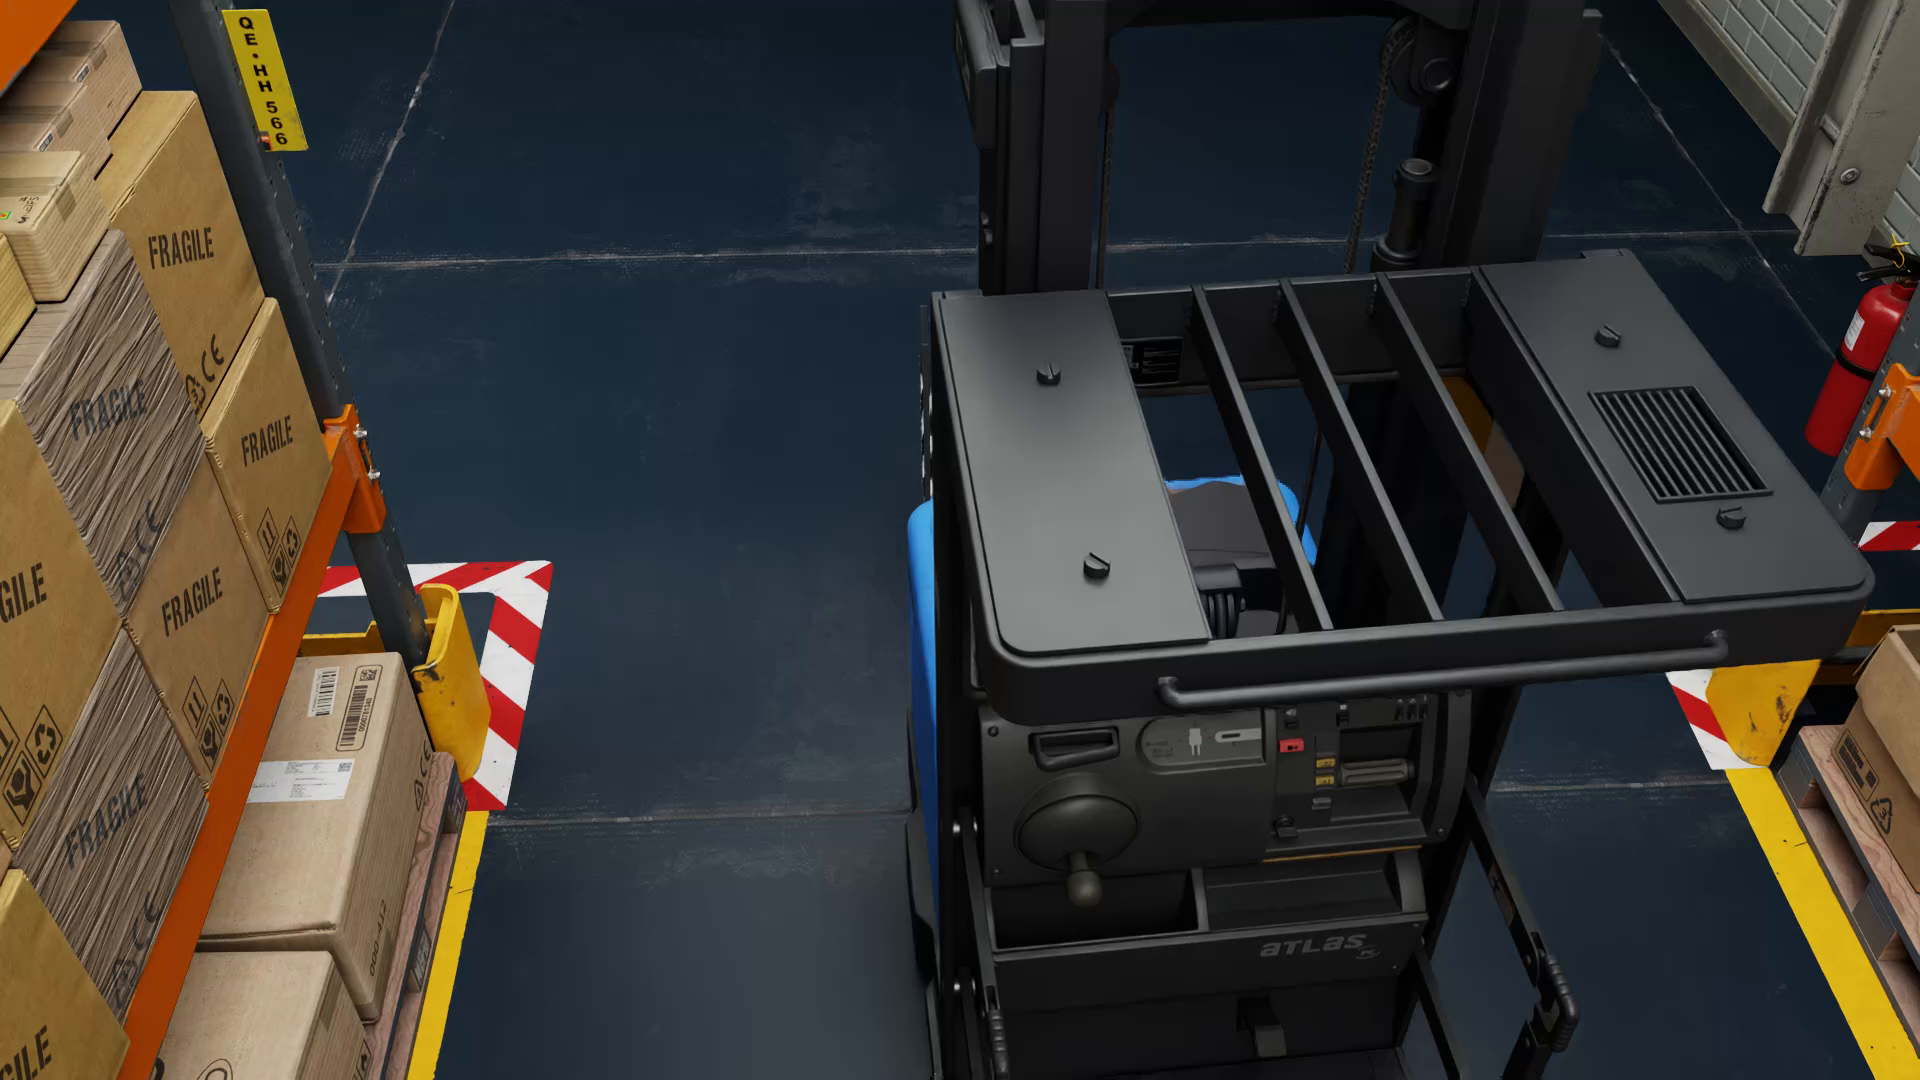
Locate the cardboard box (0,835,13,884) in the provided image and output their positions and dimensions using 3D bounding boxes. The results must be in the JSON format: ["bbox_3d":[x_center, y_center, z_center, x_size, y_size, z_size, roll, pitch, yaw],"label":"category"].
[{"bbox_3d":[-1.688,0.477,2.196,0.500,0.500,0.500,-2,43,-2],"label":"cardboard box"}]

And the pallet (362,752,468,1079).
[{"bbox_3d":[-1.923,1.104,4.390,1.003,0.211,1.213,-2,43,-2],"label":"pallet"}]

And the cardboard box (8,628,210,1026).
[{"bbox_3d":[-1.712,0.506,2.905,0.500,0.500,0.500,-1,43,-1],"label":"cardboard box"}]

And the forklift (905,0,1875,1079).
[{"bbox_3d":[0.527,0.553,2.977,1.130,2.935,3.031,-4,43,-5],"label":"forklift"}]

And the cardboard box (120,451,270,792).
[{"bbox_3d":[-1.744,0.159,3.283,0.500,0.500,0.500,-2,43,-3],"label":"cardboard box"}]

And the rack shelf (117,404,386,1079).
[{"bbox_3d":[-1.950,1.154,2.804,1.077,0.370,4.000,-2,43,-2],"label":"rack shelf"}]

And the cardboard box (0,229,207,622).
[{"bbox_3d":[-1.725,-0.197,2.931,0.500,0.500,0.500,-2,43,-2],"label":"cardboard box"}]

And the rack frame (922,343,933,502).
[{"bbox_3d":[0.004,-0.269,5.377,0.240,0.900,0.006,-2,43,-2],"label":"rack frame"}]

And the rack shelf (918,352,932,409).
[{"bbox_3d":[0.000,-0.512,5.292,0.258,0.077,0.200,-2,43,-2],"label":"rack shelf"}]

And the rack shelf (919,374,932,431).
[{"bbox_3d":[0.000,-0.445,5.353,0.258,0.077,0.200,-2,43,-2],"label":"rack shelf"}]

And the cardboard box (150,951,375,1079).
[{"bbox_3d":[-1.860,1.388,3.601,0.875,0.438,0.875,-1,43,-1],"label":"cardboard box"}]

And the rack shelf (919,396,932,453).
[{"bbox_3d":[0.000,-0.379,5.414,0.258,0.077,0.200,-2,43,-2],"label":"rack shelf"}]

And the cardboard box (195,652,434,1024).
[{"bbox_3d":[-1.907,0.771,4.275,0.875,0.438,0.875,-3,43,-3],"label":"cardboard box"}]

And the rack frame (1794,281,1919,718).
[{"bbox_3d":[2.924,-0.607,4.192,1.000,3.000,0.127,-2,43,-2],"label":"rack frame"}]

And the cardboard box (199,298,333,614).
[{"bbox_3d":[-1.750,-0.181,3.653,0.500,0.500,0.500,-1,43,-2],"label":"cardboard box"}]

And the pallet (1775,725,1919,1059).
[{"bbox_3d":[2.962,1.011,4.491,1.003,0.211,1.213,-2,43,-2],"label":"pallet"}]

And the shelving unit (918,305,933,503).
[{"bbox_3d":[0.000,-0.337,5.452,0.258,0.900,0.210,-2,43,-2],"label":"shelving unit"}]

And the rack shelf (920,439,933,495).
[{"bbox_3d":[0.000,-0.246,5.535,0.258,0.077,0.200,-2,43,-2],"label":"rack shelf"}]

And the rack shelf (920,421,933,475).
[{"bbox_3d":[0.000,-0.313,5.474,0.258,0.077,0.200,-2,43,-2],"label":"rack shelf"}]

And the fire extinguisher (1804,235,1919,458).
[{"bbox_3d":[2.456,-0.527,4.438,0.296,0.674,0.183,-2,43,-2],"label":"fire extinguisher"}]

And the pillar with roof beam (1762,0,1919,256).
[{"bbox_3d":[-0.591,-4.541,4.044,9.100,9.000,0.400,-2,43,-2],"label":"pillar with roof beam"}]

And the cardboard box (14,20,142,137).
[{"bbox_3d":[-1.820,-0.870,3.185,0.380,0.149,0.250,-1,43,-1],"label":"cardboard box"}]

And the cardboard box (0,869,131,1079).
[{"bbox_3d":[-1.677,0.854,2.525,0.500,0.500,0.500,0,43,-1],"label":"cardboard box"}]

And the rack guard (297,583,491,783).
[{"bbox_3d":[-2.036,0.443,4.896,1.175,0.500,0.348,-2,43,-2],"label":"rack guard"}]

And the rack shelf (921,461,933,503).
[{"bbox_3d":[0.000,-0.180,5.596,0.258,0.077,0.200,-2,43,-2],"label":"rack shelf"}]

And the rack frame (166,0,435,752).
[{"bbox_3d":[-2.035,-0.462,4.034,1.000,3.000,0.127,-2,43,-2],"label":"rack frame"}]

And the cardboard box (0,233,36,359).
[{"bbox_3d":[-1.720,-0.356,2.625,0.380,0.149,0.250,-1,43,-1],"label":"cardboard box"}]

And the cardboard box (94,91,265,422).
[{"bbox_3d":[-1.777,-0.549,3.315,0.500,0.500,0.500,0,43,0],"label":"cardboard box"}]

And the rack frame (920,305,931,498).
[{"bbox_3d":[-0.005,-0.406,5.527,0.240,0.900,0.006,-2,43,-2],"label":"rack frame"}]

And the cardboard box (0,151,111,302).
[{"bbox_3d":[-1.690,-0.527,2.811,0.380,0.149,0.250,-2,43,-2],"label":"cardboard box"}]

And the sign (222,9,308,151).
[{"bbox_3d":[-1.492,-0.982,3.569,0.100,0.325,0.005,-2,43,-2],"label":"sign"}]

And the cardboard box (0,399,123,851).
[{"bbox_3d":[-1.708,0.137,2.566,0.500,0.500,0.500,-2,43,-2],"label":"cardboard box"}]

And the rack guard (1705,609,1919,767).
[{"bbox_3d":[2.927,0.366,4.981,1.175,0.500,0.348,-2,43,-2],"label":"rack guard"}]

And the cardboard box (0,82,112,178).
[{"bbox_3d":[-1.785,-0.699,2.999,0.380,0.149,0.250,-1,43,-1],"label":"cardboard box"}]

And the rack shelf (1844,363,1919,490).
[{"bbox_3d":[3.009,1.009,2.962,1.077,0.370,4.000,-2,43,-2],"label":"rack shelf"}]

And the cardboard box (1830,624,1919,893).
[{"bbox_3d":[2.855,0.574,4.440,0.797,0.503,0.637,-3,43,-3],"label":"cardboard box"}]
